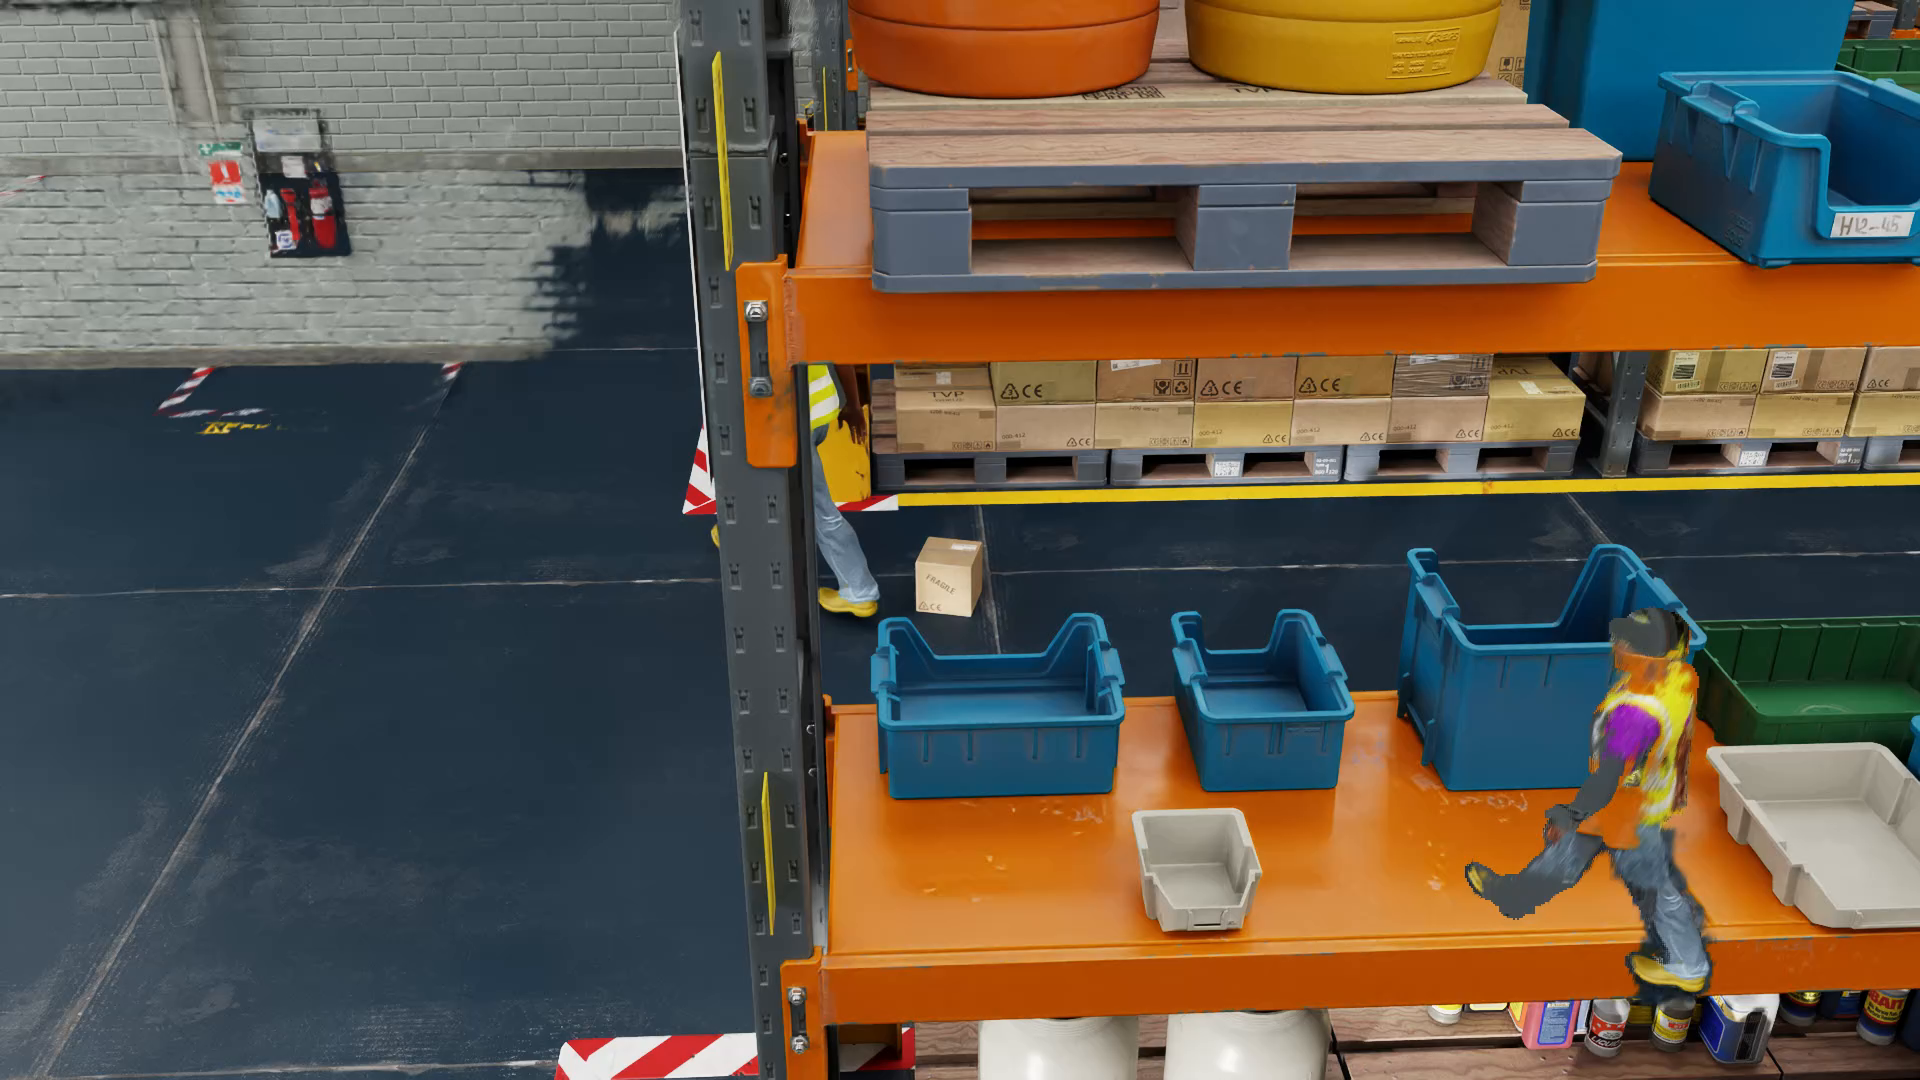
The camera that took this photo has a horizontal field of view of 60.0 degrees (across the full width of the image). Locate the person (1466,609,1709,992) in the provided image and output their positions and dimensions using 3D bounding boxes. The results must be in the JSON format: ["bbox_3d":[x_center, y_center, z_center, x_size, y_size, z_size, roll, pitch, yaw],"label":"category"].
[{"bbox_3d":[-0.810,-0.548,7.144,1.076,1.703,0.608,15,31,27],"label":"person"}]
